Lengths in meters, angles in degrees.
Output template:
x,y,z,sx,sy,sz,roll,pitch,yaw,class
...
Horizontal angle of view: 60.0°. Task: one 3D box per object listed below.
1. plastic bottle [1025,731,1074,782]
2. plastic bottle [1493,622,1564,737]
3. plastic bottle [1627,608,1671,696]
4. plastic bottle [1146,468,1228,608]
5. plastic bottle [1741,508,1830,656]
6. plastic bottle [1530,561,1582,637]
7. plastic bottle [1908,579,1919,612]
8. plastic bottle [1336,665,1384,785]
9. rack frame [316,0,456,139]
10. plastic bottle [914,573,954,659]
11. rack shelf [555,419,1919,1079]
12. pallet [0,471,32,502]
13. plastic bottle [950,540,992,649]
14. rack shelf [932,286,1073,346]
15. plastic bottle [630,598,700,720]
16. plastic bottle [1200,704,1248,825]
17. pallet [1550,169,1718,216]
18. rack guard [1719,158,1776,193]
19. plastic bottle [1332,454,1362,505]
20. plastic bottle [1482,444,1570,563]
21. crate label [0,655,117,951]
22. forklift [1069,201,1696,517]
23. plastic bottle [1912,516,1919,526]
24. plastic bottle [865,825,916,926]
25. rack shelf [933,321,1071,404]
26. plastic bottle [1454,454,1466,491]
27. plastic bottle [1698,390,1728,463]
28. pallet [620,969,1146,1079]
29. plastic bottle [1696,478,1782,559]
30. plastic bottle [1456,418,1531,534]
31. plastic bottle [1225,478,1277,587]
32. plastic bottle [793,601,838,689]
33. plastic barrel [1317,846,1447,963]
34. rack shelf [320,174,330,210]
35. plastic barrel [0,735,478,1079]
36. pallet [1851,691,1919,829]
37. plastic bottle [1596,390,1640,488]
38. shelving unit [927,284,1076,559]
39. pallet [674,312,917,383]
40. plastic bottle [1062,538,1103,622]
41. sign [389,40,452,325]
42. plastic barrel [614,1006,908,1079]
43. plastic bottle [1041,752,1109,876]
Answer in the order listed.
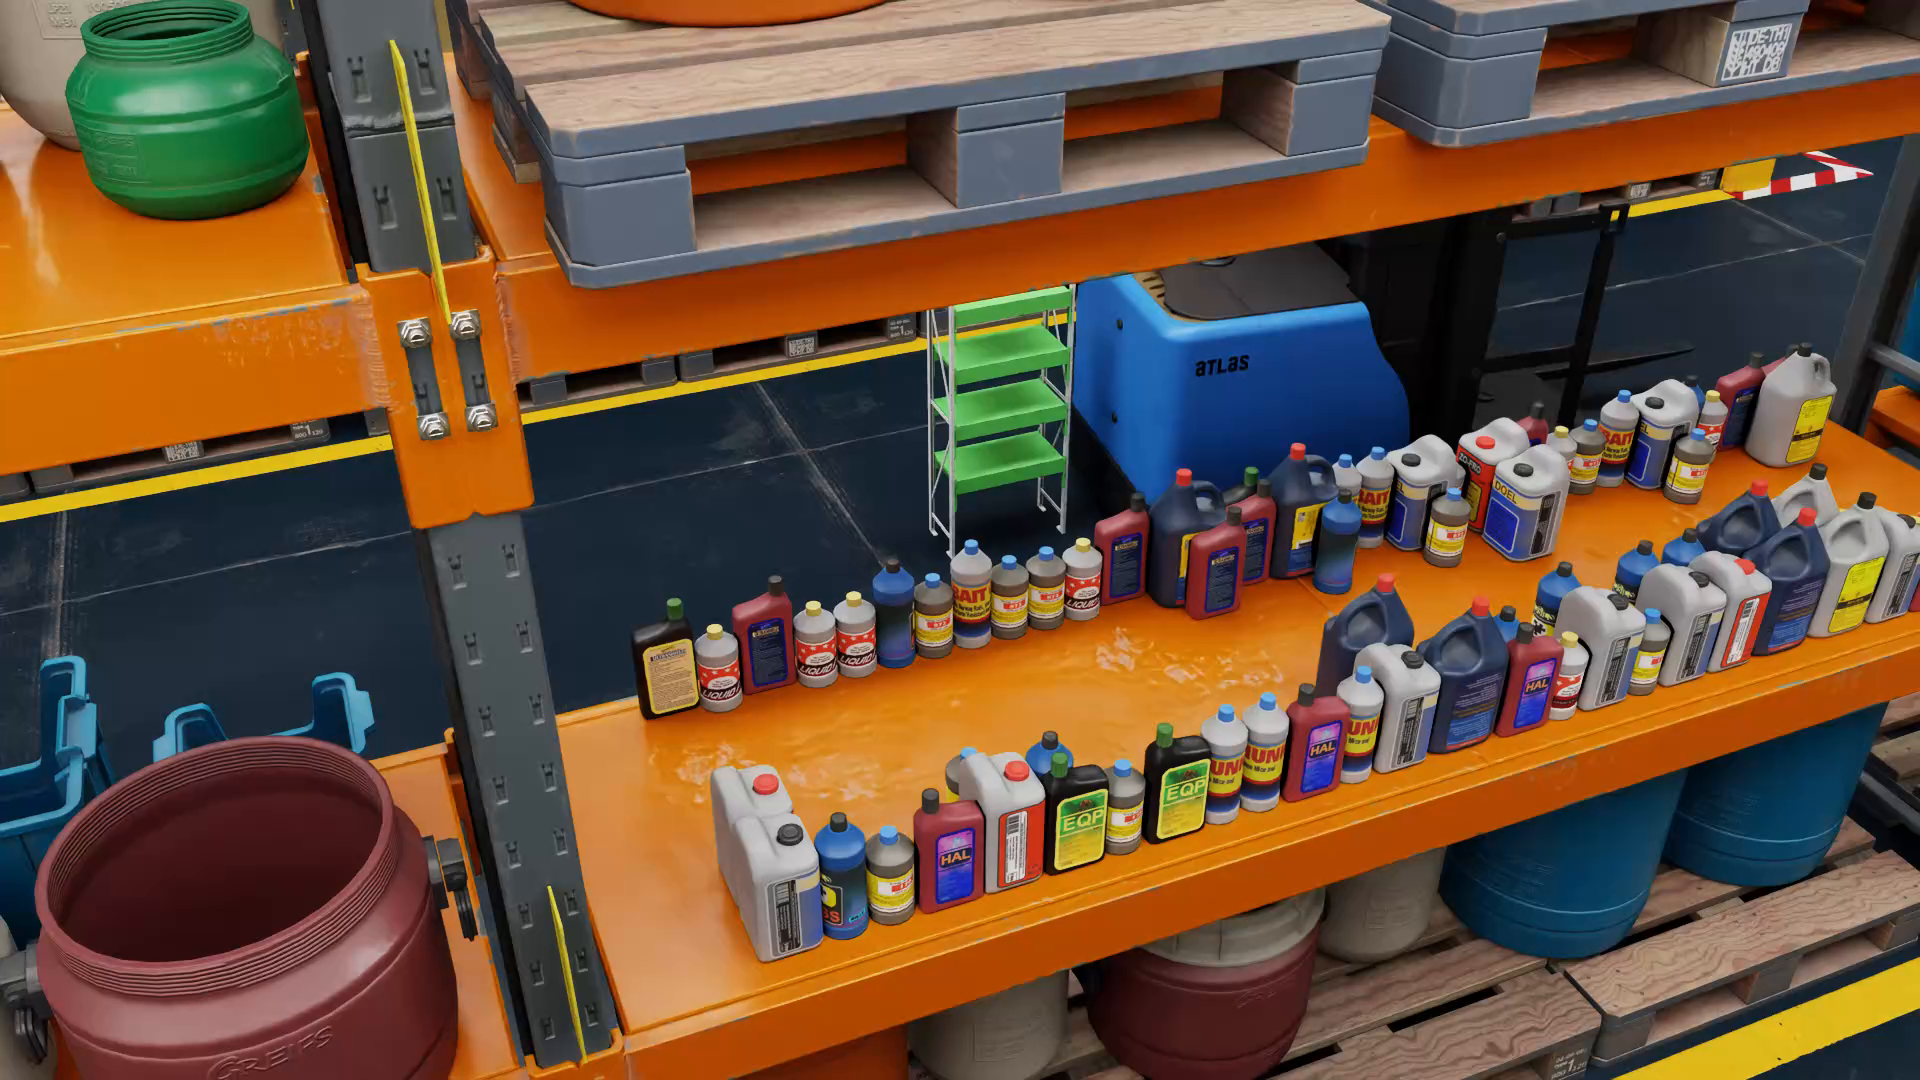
x,y,z,sx,sy,sz,roll,pitch,yaw,class
0.178,0.499,3.350,0.097,0.271,0.097,0,33,0,plastic bottle
1.248,0.296,3.652,0.133,0.283,0.061,-13,35,-19,plastic bottle
1.561,0.248,3.801,0.097,0.201,0.097,0,33,0,plastic bottle
0.558,-0.020,4.076,0.185,0.351,0.144,-13,35,-19,plastic bottle
1.930,0.087,3.911,0.185,0.351,0.144,-13,35,-19,plastic bottle
1.378,0.170,3.856,0.097,0.271,0.097,0,33,0,plastic bottle
2.388,0.035,4.053,0.133,0.283,0.061,-13,35,-19,plastic bottle
0.840,0.384,3.528,0.097,0.271,0.097,0,33,0,plastic bottle
-0.867,-2.002,1.575,0.127,3.000,1.000,-13,35,-19,rack frame
-0.063,0.171,3.919,0.097,0.201,0.097,0,33,0,plastic bottle
0.977,0.392,4.056,4.000,0.370,1.077,-13,35,-19,rack shelf
-4.678,-0.400,7.171,1.213,0.211,1.003,-13,35,-19,pallet
0.026,0.121,3.932,0.097,0.271,0.097,0,33,0,plastic bottle
0.153,-0.887,6.250,0.480,0.148,0.258,-13,35,-19,rack shelf
-0.659,0.262,3.704,0.133,0.283,0.061,-13,35,-19,plastic bottle
0.537,0.453,3.422,0.097,0.271,0.097,0,33,0,plastic bottle
3.791,-2.314,10.113,1.213,0.211,1.003,-13,35,-19,pallet
4.525,-2.604,10.293,0.348,0.500,1.175,-13,35,-19,rack guard
0.972,-0.096,4.265,0.097,0.271,0.097,0,33,0,plastic bottle
1.452,-0.101,4.269,0.135,0.276,0.152,-13,35,-19,plastic bottle
-1.887,0.572,3.088,0.616,0.435,0.502,-13,35,-19,crate label
2.041,-1.557,6.455,3.031,2.935,1.130,-9,34,-14,forklift
2.340,0.033,4.130,0.097,0.201,0.097,0,33,0,plastic bottle
-0.135,0.636,3.204,0.097,0.201,0.097,0,33,0,plastic bottle
0.153,-0.685,6.380,0.480,0.148,0.258,-13,35,-19,rack shelf
1.276,-0.136,4.391,0.097,0.201,0.097,0,33,0,plastic bottle
2.096,-0.324,4.679,0.097,0.201,0.097,0,33,0,plastic bottle
-0.156,1.494,4.260,1.213,0.211,1.003,-13,35,-19,pallet
1.874,0.014,4.023,0.185,0.351,0.144,-13,35,-19,plastic bottle
1.393,-0.178,4.387,0.135,0.276,0.152,-13,35,-19,plastic bottle
0.712,-0.016,4.131,0.133,0.283,0.061,-13,35,-19,plastic bottle
-0.333,0.232,3.824,0.097,0.201,0.097,0,33,0,plastic bottle
1.105,0.865,4.566,0.421,0.512,0.421,0,33,0,plastic barrel
-4.625,-1.255,6.588,4.000,0.370,1.077,-13,35,-19,rack shelf
-1.177,0.706,2.789,0.708,0.536,0.600,-13,35,-19,plastic barrel
3.484,0.663,5.538,1.213,0.211,1.003,-13,35,-19,pallet
1.792,-0.283,4.553,0.097,0.271,0.097,0,33,0,plastic bottle
0.153,-0.538,6.476,0.503,1.200,0.258,-13,35,-19,shelving unit
-0.955,-1.204,8.407,1.213,0.211,1.003,-13,35,-19,pallet
0.296,0.089,4.046,0.097,0.201,0.097,0,33,0,plastic bottle
-0.647,-0.425,1.999,0.005,0.325,0.100,-13,35,-19,sign
-0.422,1.135,3.860,0.708,0.830,0.600,-13,35,-19,plastic barrel
0.225,0.530,3.292,0.133,0.283,0.061,-13,35,-19,plastic bottle
